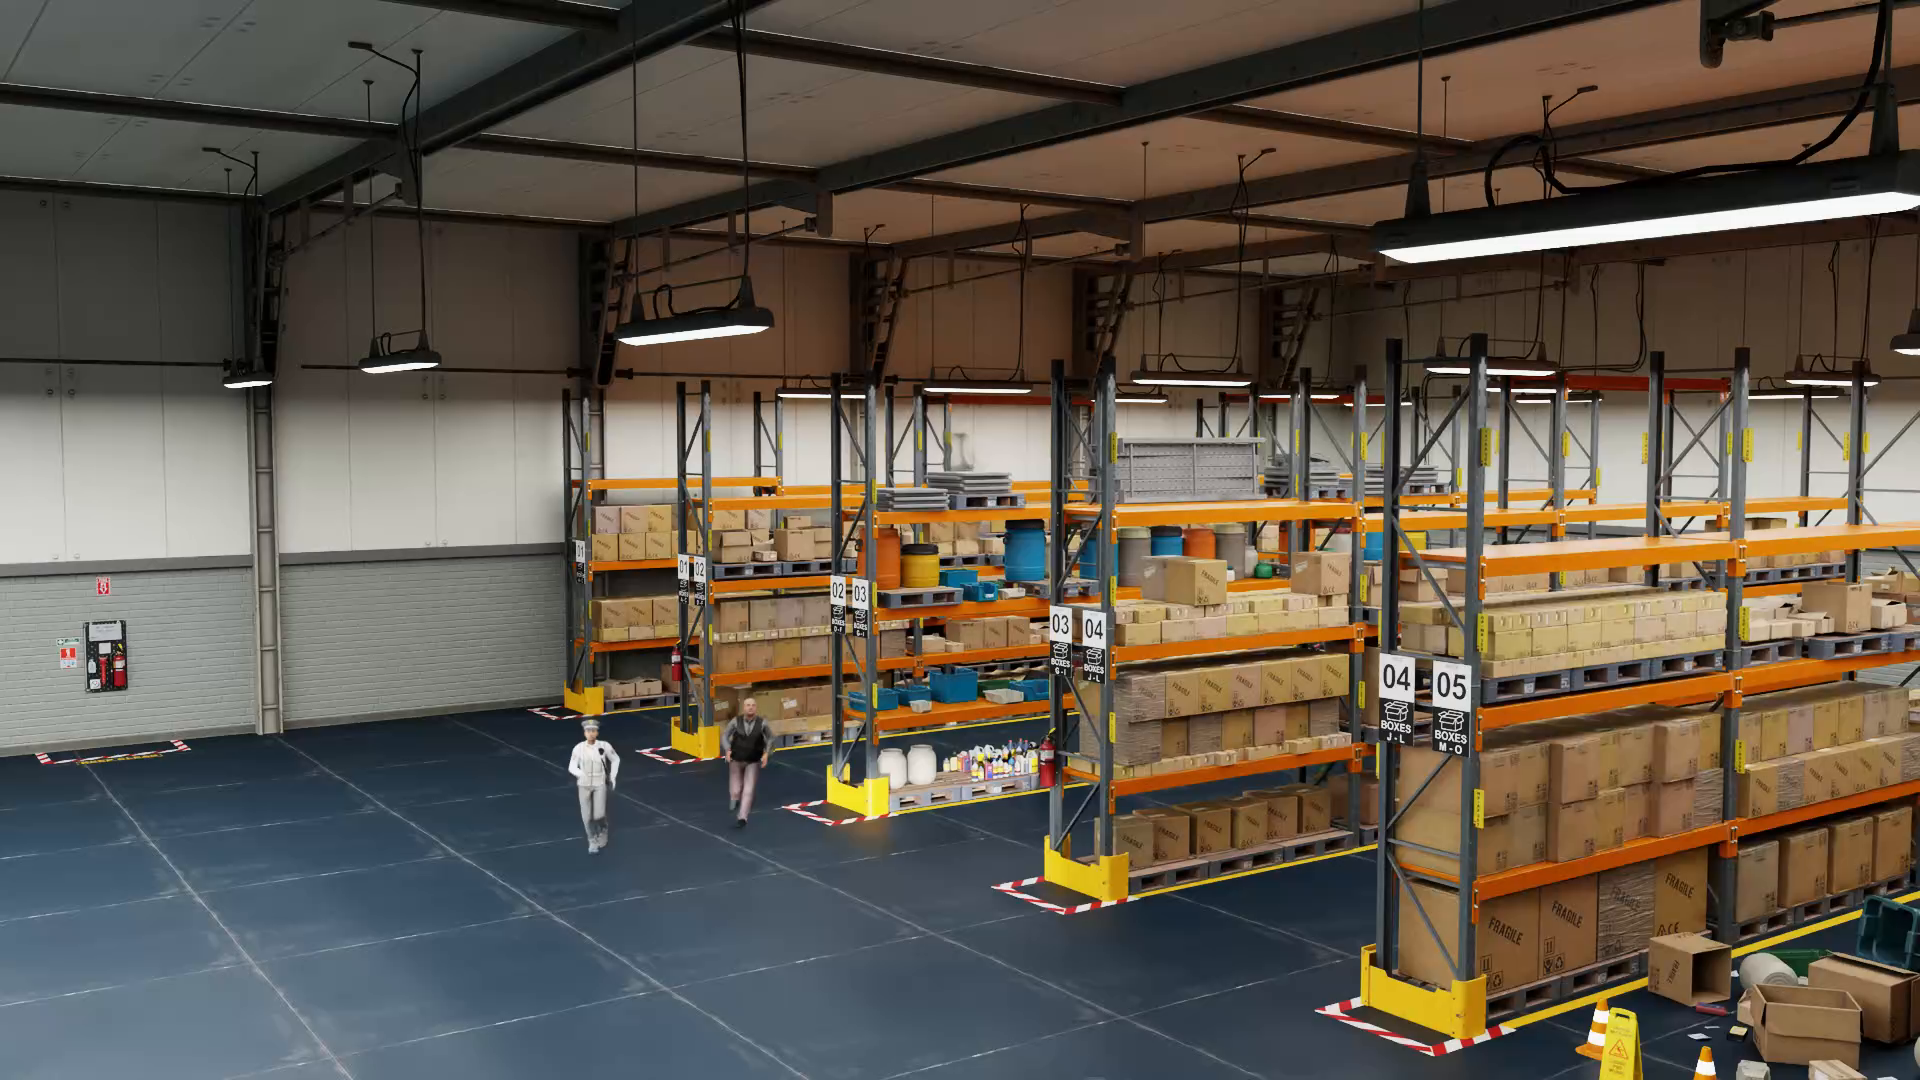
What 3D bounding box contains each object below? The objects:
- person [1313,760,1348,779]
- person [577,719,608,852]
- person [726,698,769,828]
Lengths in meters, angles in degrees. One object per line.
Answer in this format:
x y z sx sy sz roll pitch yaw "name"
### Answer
5.571 2.699 24.852 0.906 1.718 0.655 -3 5 -42 "person"
-4.510 3.021 20.390 0.365 1.660 0.522 0 4 -6 "person"
-2.809 2.924 22.011 0.619 1.680 0.727 0 4 -7 "person"
